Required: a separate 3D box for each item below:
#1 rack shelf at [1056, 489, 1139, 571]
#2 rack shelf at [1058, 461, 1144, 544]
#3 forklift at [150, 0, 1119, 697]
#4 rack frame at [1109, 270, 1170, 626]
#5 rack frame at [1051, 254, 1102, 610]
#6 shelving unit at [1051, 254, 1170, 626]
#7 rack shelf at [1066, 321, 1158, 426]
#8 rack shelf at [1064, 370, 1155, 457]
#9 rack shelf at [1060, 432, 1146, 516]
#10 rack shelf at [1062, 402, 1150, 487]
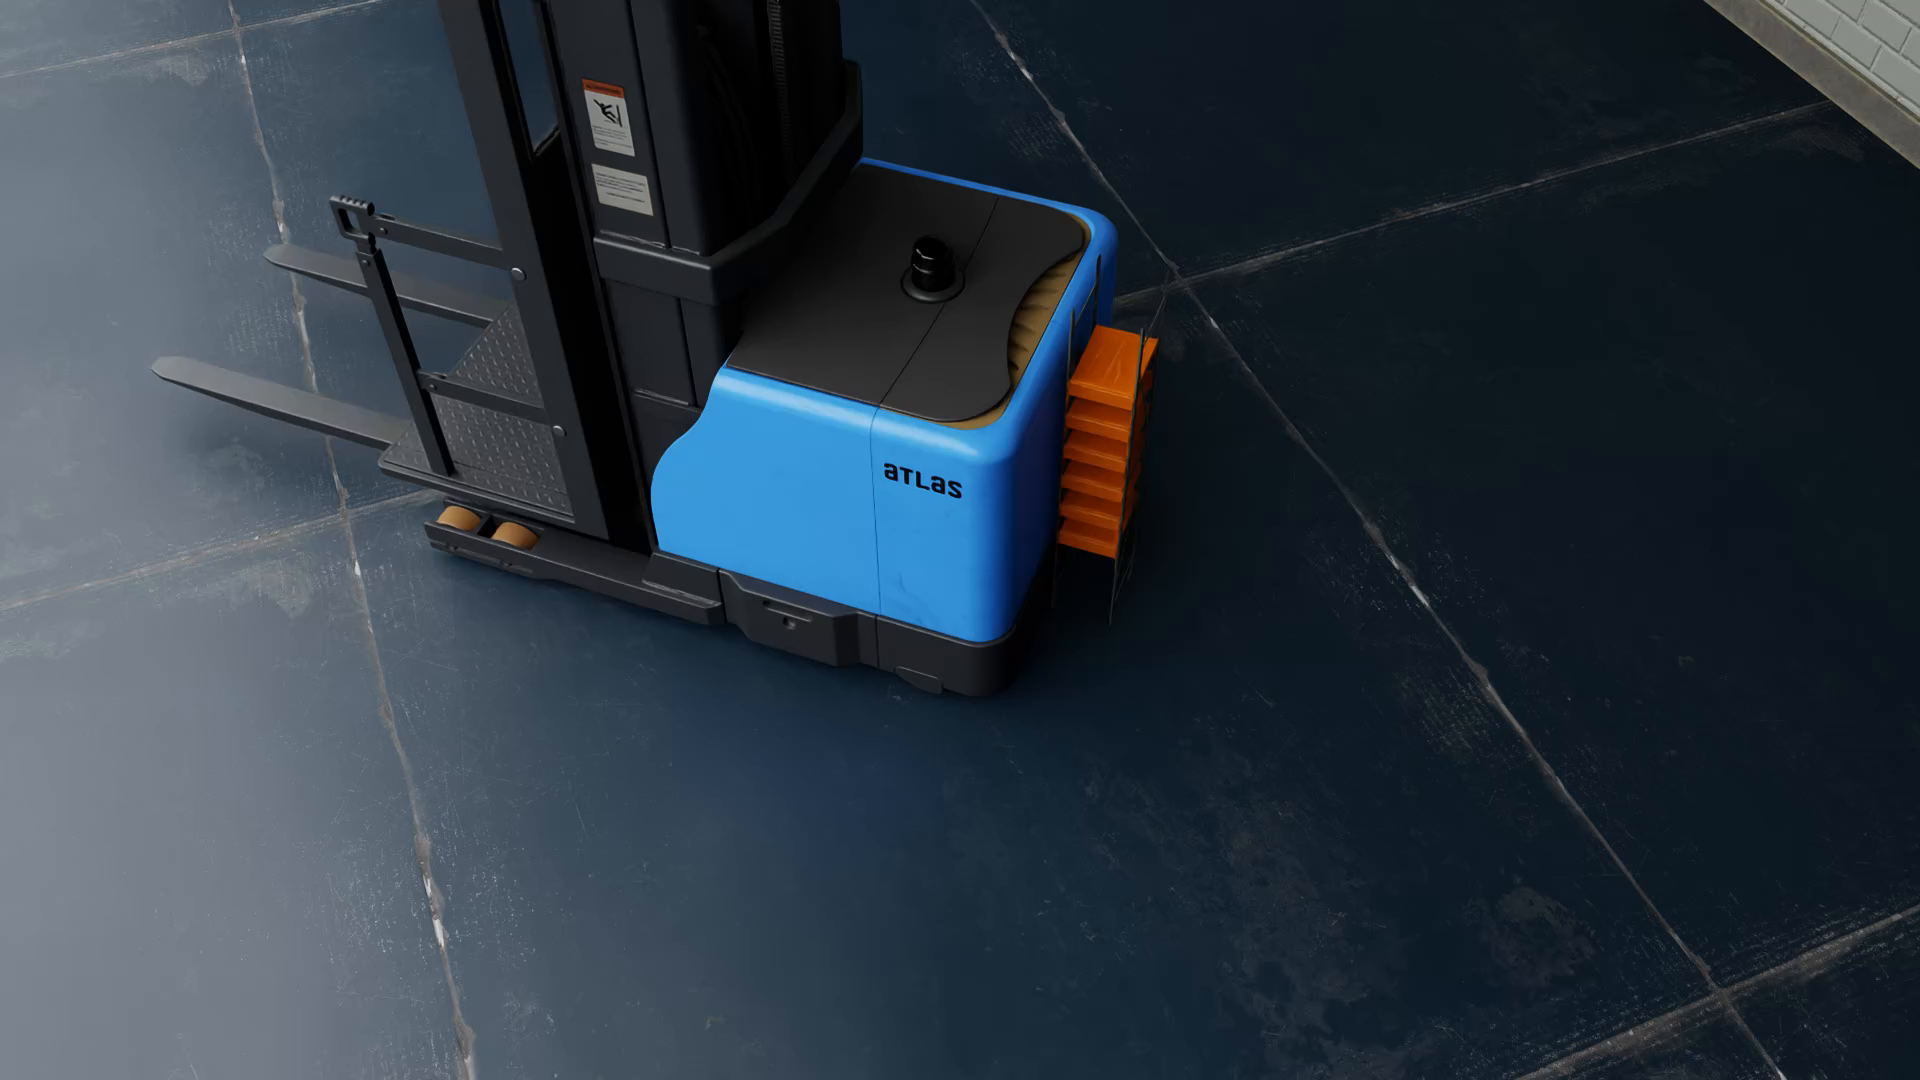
[{"bbox_3d":[0.408,-0.054,4.880,0.180,0.103,0.258,16,51,13],"label":"rack shelf"},{"bbox_3d":[0.408,-0.132,4.789,0.180,0.103,0.258,16,51,13],"label":"rack shelf"},{"bbox_3d":[-1.117,-1.208,4.355,3.031,2.935,1.130,16,51,13],"label":"forklift"},{"bbox_3d":[0.494,-0.215,4.644,0.006,1.200,0.240,16,51,13],"label":"rack frame"},{"bbox_3d":[0.322,-0.263,4.685,0.006,1.200,0.240,16,51,13],"label":"rack frame"},{"bbox_3d":[0.408,-0.239,4.665,0.189,1.200,0.258,16,51,13],"label":"shelving unit"},{"bbox_3d":[0.408,-0.445,4.425,0.180,0.103,0.258,16,51,13],"label":"rack shelf"},{"bbox_3d":[0.408,-0.367,4.516,0.180,0.103,0.258,16,51,13],"label":"rack shelf"},{"bbox_3d":[0.408,-0.210,4.698,0.180,0.103,0.258,16,51,13],"label":"rack shelf"},{"bbox_3d":[0.408,-0.289,4.607,0.180,0.103,0.258,16,51,13],"label":"rack shelf"}]
